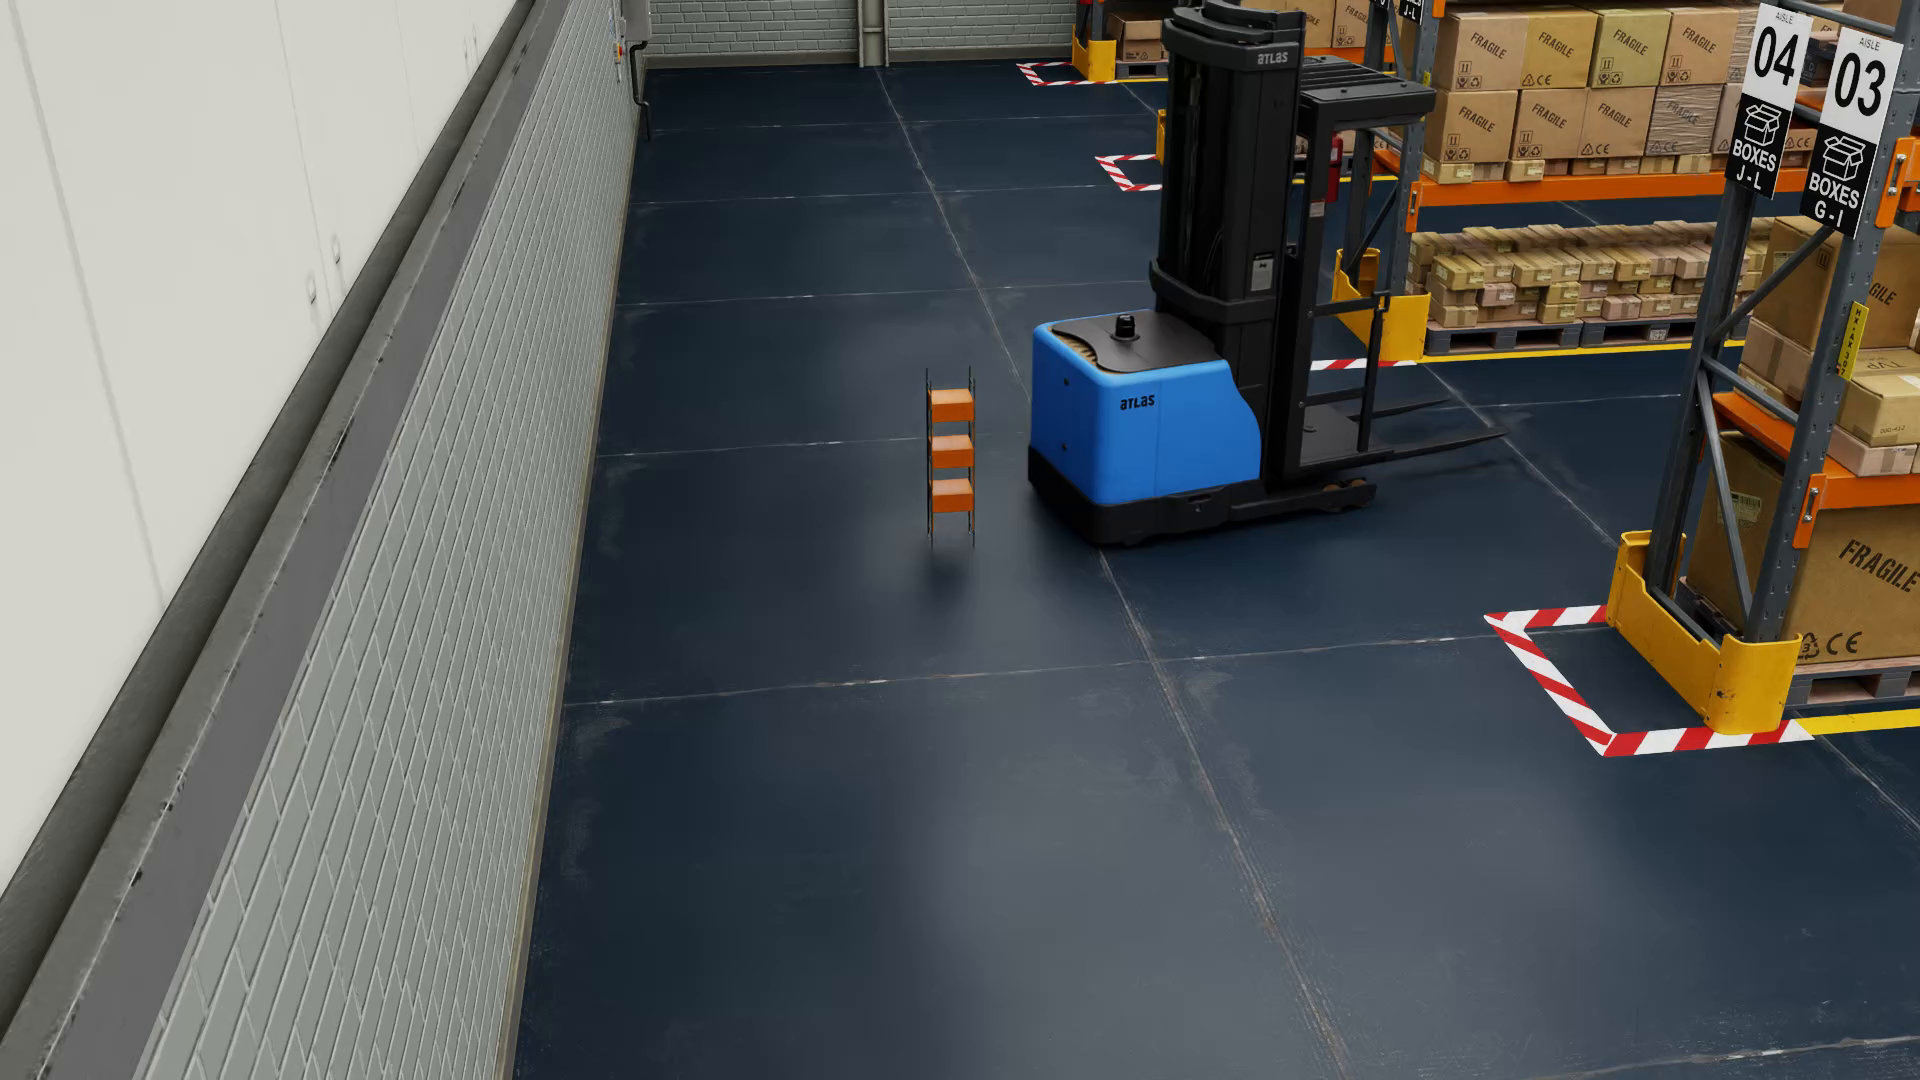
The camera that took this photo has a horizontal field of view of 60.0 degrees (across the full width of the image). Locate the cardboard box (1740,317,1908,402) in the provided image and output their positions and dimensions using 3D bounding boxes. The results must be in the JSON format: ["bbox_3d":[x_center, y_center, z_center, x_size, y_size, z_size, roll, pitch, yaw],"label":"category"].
[{"bbox_3d":[4.166,-0.892,8.041,0.500,0.250,0.500,-4,27,-8],"label":"cardboard box"}]

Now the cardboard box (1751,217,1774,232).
[{"bbox_3d":[6.442,-2.443,13.236,0.250,0.149,0.380,-2,27,-5],"label":"cardboard box"}]

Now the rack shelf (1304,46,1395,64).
[{"bbox_3d":[4.323,-4.962,16.924,4.000,0.370,1.077,-4,27,-7],"label":"rack shelf"}]

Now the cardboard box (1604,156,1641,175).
[{"bbox_3d":[4.776,-2.800,12.196,0.250,0.149,0.380,-4,27,-8],"label":"cardboard box"}]

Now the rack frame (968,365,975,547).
[{"bbox_3d":[0.068,-0.471,9.519,0.008,1.050,0.200,-4,27,-7],"label":"rack frame"}]

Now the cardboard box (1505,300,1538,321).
[{"bbox_3d":[4.188,-1.804,12.642,0.250,0.149,0.380,-3,27,-7],"label":"cardboard box"}]

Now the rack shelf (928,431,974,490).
[{"bbox_3d":[-0.053,-0.454,9.509,0.240,0.259,0.215,-4,27,-7],"label":"rack shelf"}]

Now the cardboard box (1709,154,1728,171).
[{"bbox_3d":[5.547,-2.859,12.311,0.250,0.149,0.380,-4,27,-8],"label":"cardboard box"}]

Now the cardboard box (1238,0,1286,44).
[{"bbox_3d":[2.857,-5.101,16.295,0.500,0.500,0.500,-4,27,-8],"label":"cardboard box"}]

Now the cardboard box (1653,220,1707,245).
[{"bbox_3d":[5.680,-2.398,13.149,0.250,0.149,0.380,-3,27,-6],"label":"cardboard box"}]

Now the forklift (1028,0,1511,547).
[{"bbox_3d":[1.990,-1.683,9.819,3.031,2.935,1.130,-10,29,-19],"label":"forklift"}]

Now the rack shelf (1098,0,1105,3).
[{"bbox_3d":[3.627,-7.206,21.296,4.000,0.370,1.077,-4,27,-7],"label":"rack shelf"}]

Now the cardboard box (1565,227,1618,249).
[{"bbox_3d":[4.916,-2.316,12.989,0.250,0.149,0.380,-5,28,-9],"label":"cardboard box"}]

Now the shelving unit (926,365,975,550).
[{"bbox_3d":[-0.053,-0.464,9.504,0.252,1.050,0.215,-4,27,-7],"label":"shelving unit"}]

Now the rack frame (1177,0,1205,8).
[{"bbox_3d":[2.342,-5.155,16.512,0.127,3.000,1.000,-4,27,-7],"label":"rack frame"}]

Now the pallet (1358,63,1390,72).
[{"bbox_3d":[4.928,-6.369,21.932,1.213,0.211,1.003,-4,27,-7],"label":"pallet"}]

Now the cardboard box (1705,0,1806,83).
[{"bbox_3d":[5.645,-3.587,11.923,0.500,0.500,0.500,-3,27,-6],"label":"cardboard box"}]

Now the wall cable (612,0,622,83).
[{"bbox_3d":[-3.238,-5.252,15.553,0.123,1.953,0.585,-4,27,-7],"label":"wall cable"}]

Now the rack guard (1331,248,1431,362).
[{"bbox_3d":[3.207,-1.817,12.743,0.348,0.500,1.175,-4,27,-7],"label":"rack guard"}]

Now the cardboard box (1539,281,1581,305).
[{"bbox_3d":[4.465,-1.907,12.517,0.250,0.149,0.380,-3,27,-6],"label":"cardboard box"}]

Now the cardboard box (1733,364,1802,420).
[{"bbox_3d":[4.030,-0.735,8.172,0.250,0.149,0.380,-3,27,-6],"label":"cardboard box"}]

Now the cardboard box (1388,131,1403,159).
[{"bbox_3d":[3.415,-2.961,12.510,0.250,0.149,0.380,-4,27,-7],"label":"cardboard box"}]

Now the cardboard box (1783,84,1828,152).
[{"bbox_3d":[6.139,-3.164,12.196,0.500,0.500,0.500,-4,27,-9],"label":"cardboard box"}]

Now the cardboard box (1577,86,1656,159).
[{"bbox_3d":[4.628,-3.076,12.023,0.500,0.500,0.500,-3,27,-6],"label":"cardboard box"}]

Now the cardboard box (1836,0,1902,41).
[{"bbox_3d":[4.230,-2.343,7.066,0.500,0.500,0.700,-5,28,-10],"label":"cardboard box"}]

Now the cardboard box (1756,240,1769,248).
[{"bbox_3d":[6.284,-2.168,12.701,0.250,0.149,0.380,-4,27,-8],"label":"cardboard box"}]

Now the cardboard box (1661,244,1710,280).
[{"bbox_3d":[5.495,-2.105,12.578,0.250,0.149,0.380,-5,28,-9],"label":"cardboard box"}]

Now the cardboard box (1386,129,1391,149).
[{"bbox_3d":[4.780,-4.408,17.402,0.875,0.438,0.875,-4,27,-9],"label":"cardboard box"}]

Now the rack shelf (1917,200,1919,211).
[{"bbox_3d":[9.073,-2.986,13.071,4.000,0.370,1.077,-4,27,-7],"label":"rack shelf"}]

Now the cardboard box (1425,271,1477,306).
[{"bbox_3d":[3.686,-1.892,12.489,0.250,0.149,0.380,-3,27,-5],"label":"cardboard box"}]

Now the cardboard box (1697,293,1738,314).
[{"bbox_3d":[5.727,-1.852,12.737,0.250,0.149,0.380,-4,27,-7],"label":"cardboard box"}]

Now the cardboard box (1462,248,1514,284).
[{"bbox_3d":[3.954,-2.059,12.488,0.250,0.149,0.380,-3,27,-6],"label":"cardboard box"}]

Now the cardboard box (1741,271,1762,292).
[{"bbox_3d":[6.034,-2.046,12.789,0.250,0.149,0.380,-3,27,-7],"label":"cardboard box"}]

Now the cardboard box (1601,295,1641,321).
[{"bbox_3d":[4.955,-1.806,12.647,0.250,0.149,0.380,-5,28,-10],"label":"cardboard box"}]

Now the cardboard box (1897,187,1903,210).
[{"bbox_3d":[7.795,-2.748,13.277,0.500,0.250,0.500,-4,27,-8],"label":"cardboard box"}]

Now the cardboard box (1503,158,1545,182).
[{"bbox_3d":[4.018,-2.712,12.026,0.250,0.149,0.380,-4,27,-9],"label":"cardboard box"}]

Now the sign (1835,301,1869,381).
[{"bbox_3d":[3.794,-0.845,7.075,0.005,0.325,0.100,-4,27,-7],"label":"sign"}]

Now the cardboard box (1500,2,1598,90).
[{"bbox_3d":[4.112,-3.489,11.734,0.500,0.500,0.500,-3,27,-6],"label":"cardboard box"}]

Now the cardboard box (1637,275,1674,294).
[{"bbox_3d":[5.246,-2.015,12.729,0.250,0.149,0.380,-2,27,-5],"label":"cardboard box"}]

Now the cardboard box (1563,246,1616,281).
[{"bbox_3d":[4.732,-2.083,12.536,0.250,0.149,0.380,-3,27,-5],"label":"cardboard box"}]

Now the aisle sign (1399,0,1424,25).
[{"bbox_3d":[3.101,-3.940,11.296,0.004,0.787,0.394,-4,27,-7],"label":"aisle sign"}]

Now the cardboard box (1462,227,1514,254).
[{"bbox_3d":[4.116,-2.319,12.996,0.250,0.149,0.380,-4,27,-8],"label":"cardboard box"}]

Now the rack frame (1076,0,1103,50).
[{"bbox_3d":[1.647,-7.399,20.884,0.127,3.000,1.000,-4,27,-7],"label":"rack frame"}]

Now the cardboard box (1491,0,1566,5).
[{"bbox_3d":[4.052,-3.719,12.183,0.500,0.500,0.500,-5,28,-9],"label":"cardboard box"}]

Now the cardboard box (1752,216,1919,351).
[{"bbox_3d":[4.169,-1.224,7.868,0.500,0.500,0.500,-3,27,-6],"label":"cardboard box"}]

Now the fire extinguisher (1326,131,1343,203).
[{"bbox_3d":[2.818,-2.916,12.641,0.183,0.674,0.296,-4,27,-7],"label":"fire extinguisher"}]

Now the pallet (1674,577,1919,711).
[{"bbox_3d":[4.504,0.479,8.585,1.213,0.211,1.003,-4,27,-7],"label":"pallet"}]

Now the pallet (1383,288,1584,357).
[{"bbox_3d":[4.016,-1.724,12.878,1.213,0.211,1.003,-4,27,-7],"label":"pallet"}]

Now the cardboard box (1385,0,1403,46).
[{"bbox_3d":[4.354,-5.209,16.507,0.500,0.500,0.500,-3,27,-5],"label":"cardboard box"}]
